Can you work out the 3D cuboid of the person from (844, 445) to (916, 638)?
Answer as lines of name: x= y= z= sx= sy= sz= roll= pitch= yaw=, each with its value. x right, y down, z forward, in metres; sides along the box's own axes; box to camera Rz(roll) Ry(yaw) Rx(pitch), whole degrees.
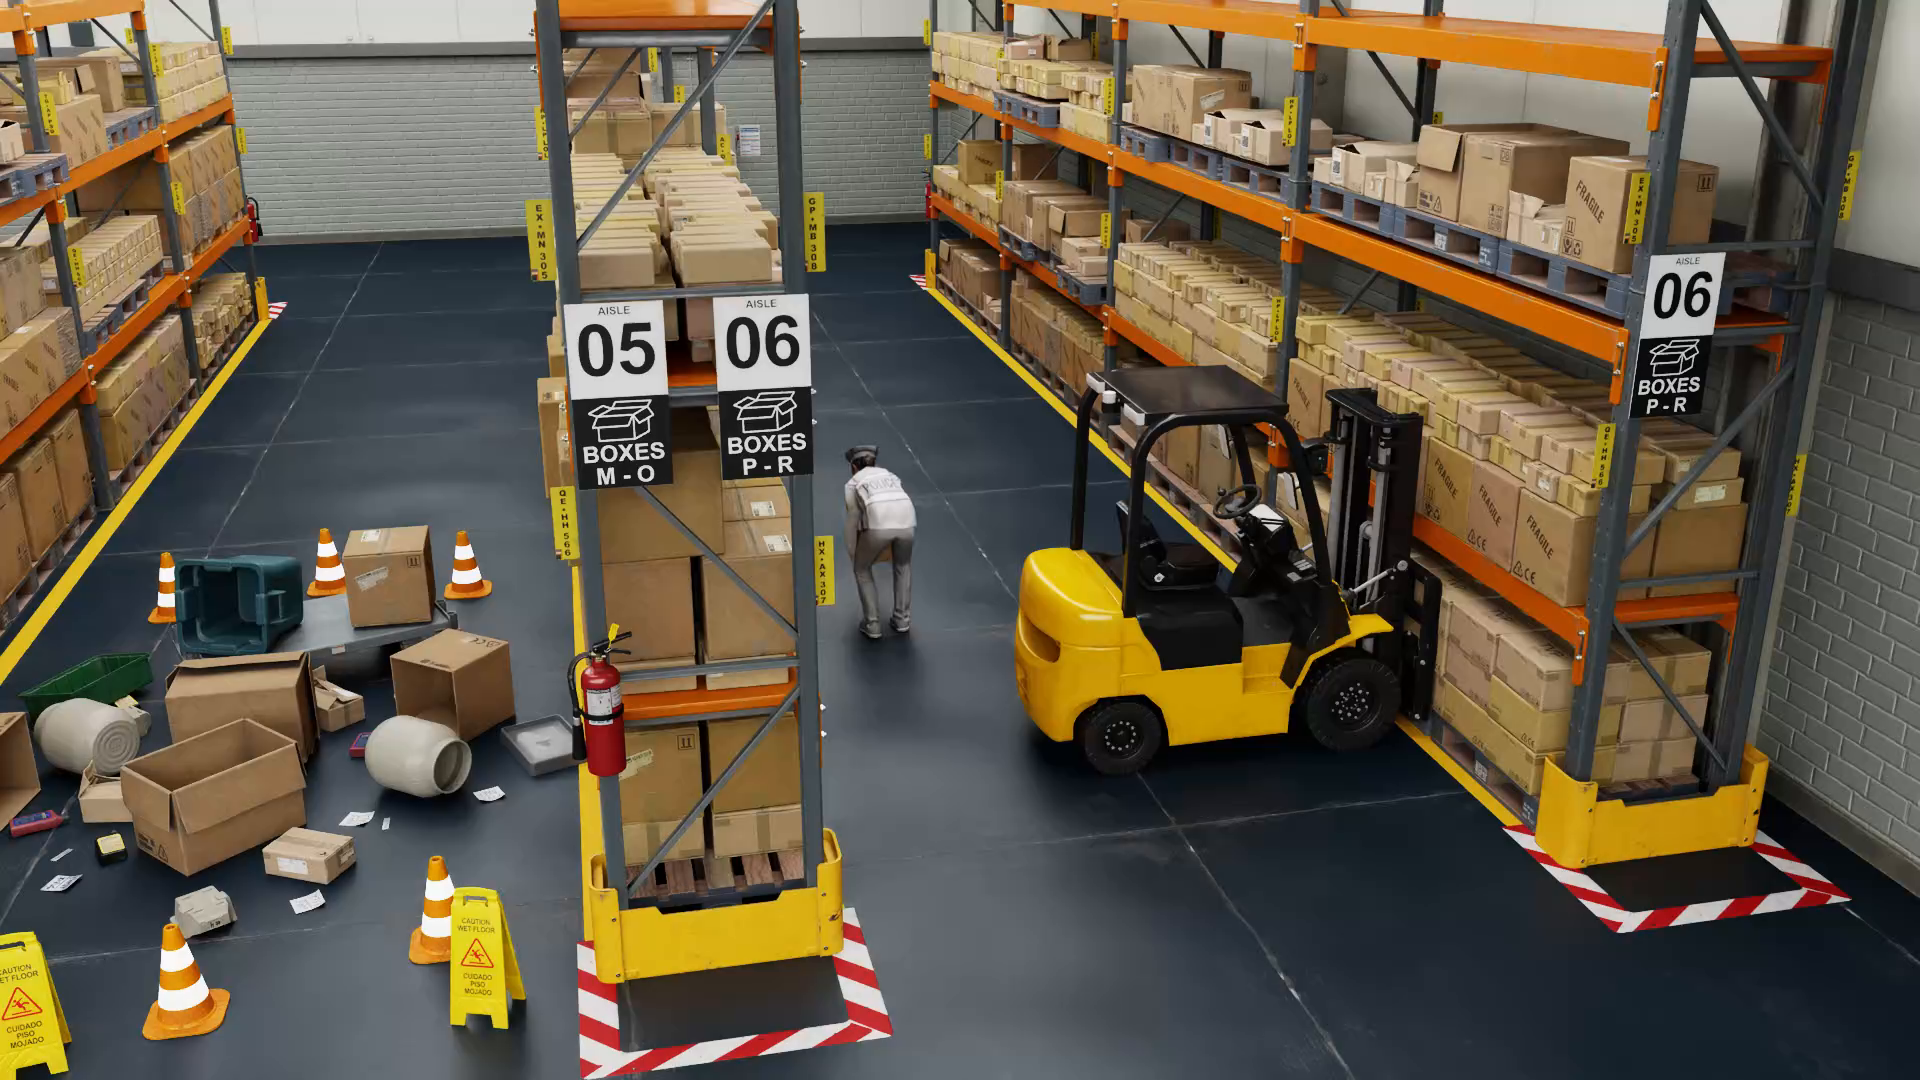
person: x=-0.584 y=-0.002 z=11.708 sx=0.409 sy=1.240 sz=0.897 roll=-7 pitch=21 yaw=-18
